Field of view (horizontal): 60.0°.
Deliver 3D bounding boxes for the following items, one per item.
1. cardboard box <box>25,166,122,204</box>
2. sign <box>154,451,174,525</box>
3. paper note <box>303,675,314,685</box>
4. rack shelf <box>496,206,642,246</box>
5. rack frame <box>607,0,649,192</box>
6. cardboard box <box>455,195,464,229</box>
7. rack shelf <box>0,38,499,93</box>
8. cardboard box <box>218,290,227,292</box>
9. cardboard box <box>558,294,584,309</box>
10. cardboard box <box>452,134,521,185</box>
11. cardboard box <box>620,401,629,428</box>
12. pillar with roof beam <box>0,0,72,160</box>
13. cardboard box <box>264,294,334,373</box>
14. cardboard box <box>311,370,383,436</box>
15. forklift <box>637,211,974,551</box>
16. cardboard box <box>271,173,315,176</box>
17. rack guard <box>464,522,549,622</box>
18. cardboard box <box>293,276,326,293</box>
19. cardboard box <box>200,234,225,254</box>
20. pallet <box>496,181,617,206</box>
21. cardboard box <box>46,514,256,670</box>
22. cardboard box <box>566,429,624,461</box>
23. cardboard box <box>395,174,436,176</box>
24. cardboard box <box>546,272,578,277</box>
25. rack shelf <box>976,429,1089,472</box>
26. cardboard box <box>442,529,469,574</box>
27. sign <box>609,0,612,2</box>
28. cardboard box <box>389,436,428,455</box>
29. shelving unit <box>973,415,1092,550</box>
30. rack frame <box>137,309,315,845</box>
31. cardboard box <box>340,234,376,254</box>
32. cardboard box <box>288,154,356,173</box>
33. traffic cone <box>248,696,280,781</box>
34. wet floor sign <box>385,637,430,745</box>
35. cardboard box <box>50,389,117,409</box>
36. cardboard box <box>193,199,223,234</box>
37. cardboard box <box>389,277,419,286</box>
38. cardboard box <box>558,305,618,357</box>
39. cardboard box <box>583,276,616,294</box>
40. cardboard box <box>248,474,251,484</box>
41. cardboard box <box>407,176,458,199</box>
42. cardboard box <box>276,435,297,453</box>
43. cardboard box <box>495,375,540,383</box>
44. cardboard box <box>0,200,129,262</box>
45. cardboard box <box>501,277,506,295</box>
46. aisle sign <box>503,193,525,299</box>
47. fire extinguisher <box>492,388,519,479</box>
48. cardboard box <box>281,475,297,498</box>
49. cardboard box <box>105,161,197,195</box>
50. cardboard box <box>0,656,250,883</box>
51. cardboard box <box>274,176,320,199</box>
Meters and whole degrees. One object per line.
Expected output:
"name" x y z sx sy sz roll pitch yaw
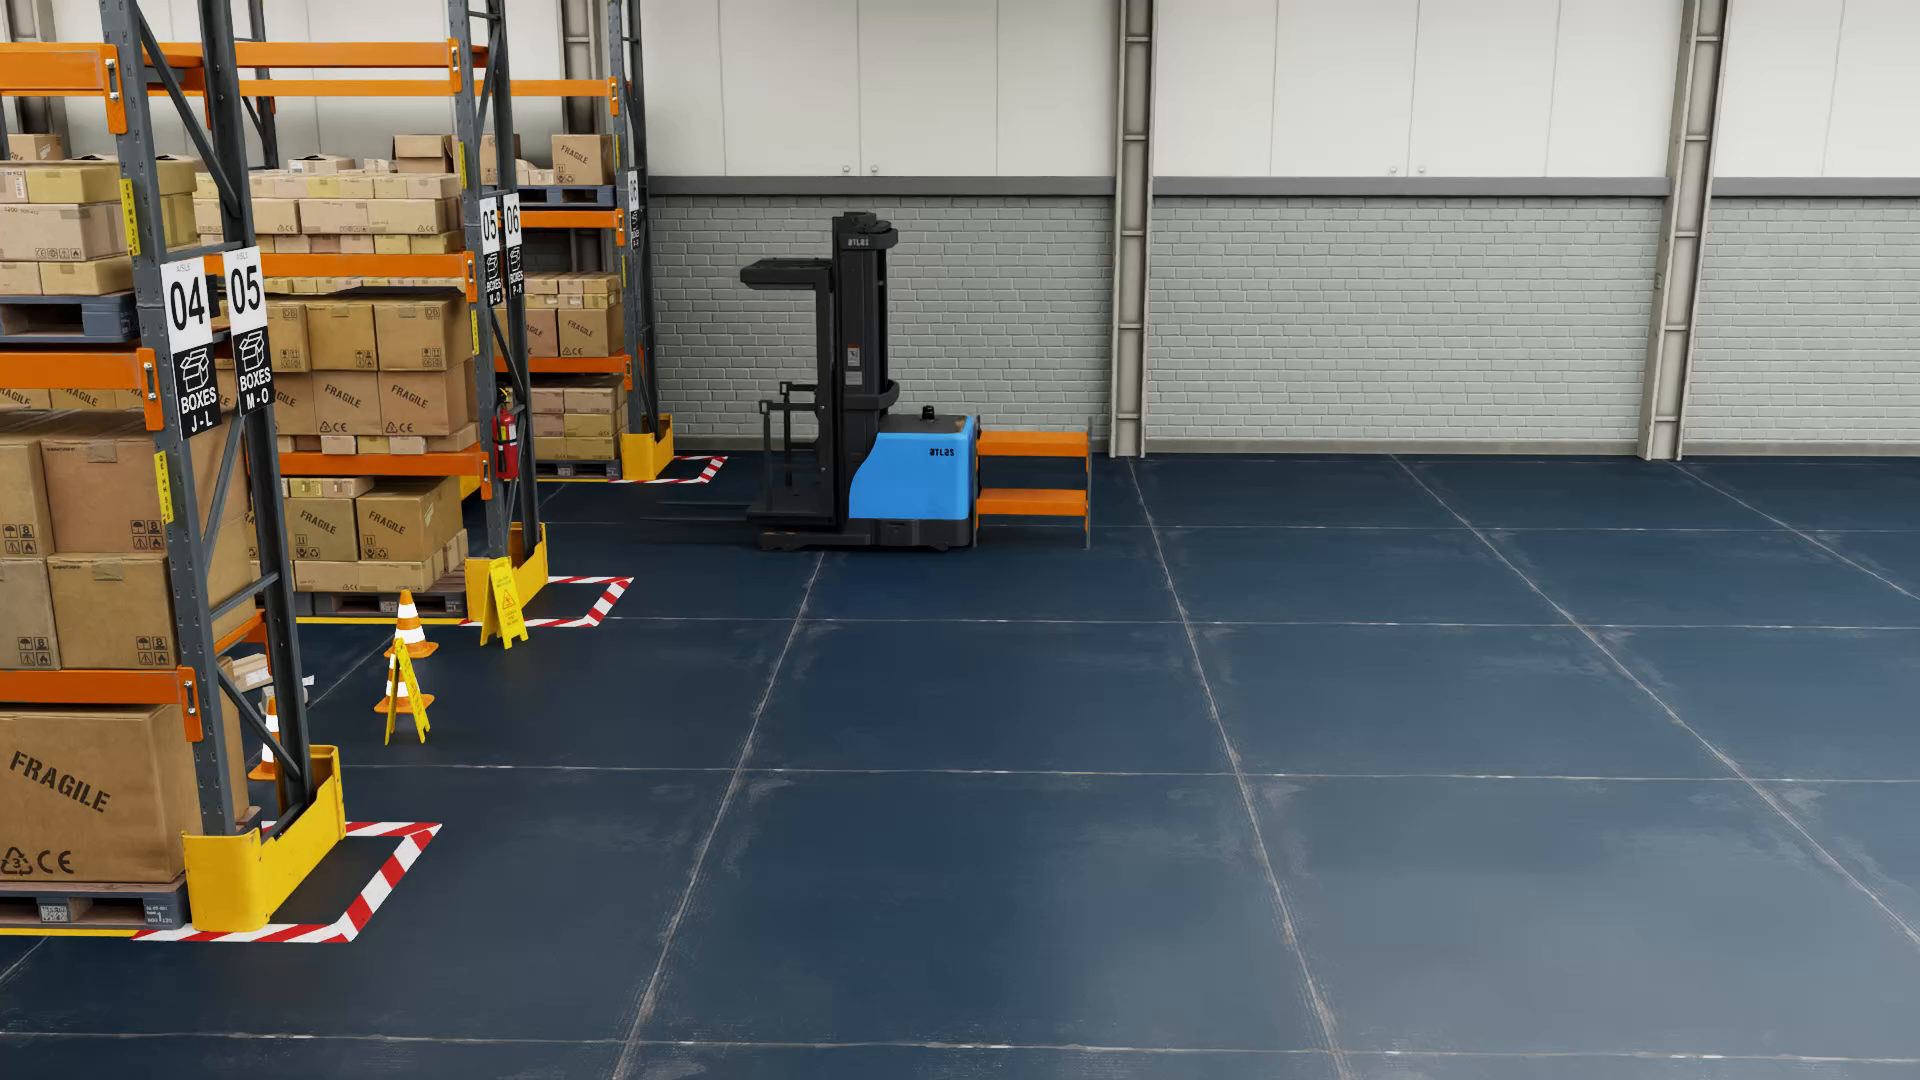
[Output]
"cardboard box" -3.922 -1.582 7.397 0.250 0.149 0.380 1 15 2
"sign" -3.605 -0.237 7.533 0.005 0.325 0.100 0 15 1
"paper note" -4.547 0.974 11.500 0.142 0.019 0.148 -5 16 -18
"rack shelf" -5.428 -3.345 17.579 4.000 0.370 1.077 0 15 1
"rack frame" -3.429 -5.130 17.055 0.127 3.000 1.000 0 15 1
"cardboard box" -4.047 -2.556 12.891 0.500 0.250 0.500 0 15 0
"rack shelf" -5.551 -3.528 12.398 4.000 0.370 1.077 0 15 1
"cardboard box" -7.774 -2.563 17.617 0.250 0.149 0.380 1 15 3
"cardboard box" -4.039 -2.516 17.440 0.250 0.149 0.380 1 15 2
"cardboard box" -4.899 -3.952 17.256 0.500 0.500 0.700 0 15 2
"cardboard box" -3.893 -1.401 18.266 0.500 0.250 0.500 1 15 2
"pillar with roof beam" -10.210 -4.306 13.930 0.400 9.000 9.100 0 15 1
"cardboard box" -5.086 -1.569 12.578 0.500 0.500 0.700 0 15 1
"cardboard box" -4.602 -1.093 12.735 0.500 0.500 0.500 0 15 2
"forklift" -1.399 -1.452 15.008 3.031 2.935 1.130 1 15 4
"cardboard box" -5.161 -2.768 12.910 0.250 0.149 0.380 1 15 3
"rack guard" -3.628 0.245 13.343 0.348 0.500 1.175 0 15 1
"cardboard box" -6.852 -2.709 17.589 0.250 0.149 0.380 1 15 2
"cardboard box" -5.452 -2.222 12.405 0.250 0.149 0.380 0 15 1
"pallet" -4.135 -3.648 17.491 1.213 0.211 1.003 0 15 1
"cardboard box" -3.949 0.236 8.181 0.550 0.550 0.875 0 15 1
"cardboard box" -3.906 -1.025 17.824 0.500 0.250 0.500 0 15 2
"cardboard box" -4.154 -2.730 12.767 0.250 0.149 0.380 0 15 1
"cardboard box" -4.284 -2.800 17.933 0.250 0.149 0.380 1 15 2
"rack shelf" 0.657 -0.809 14.963 1.000 0.278 0.538 1 15 4
"cardboard box" -4.351 0.087 13.607 0.500 0.250 0.500 0 15 1
"sign" -3.457 -5.482 16.401 0.005 0.325 0.100 0 15 1
"cardboard box" -4.187 -0.763 12.756 0.250 0.149 0.380 0 15 1
"shelving unit" 0.657 -0.526 15.038 1.048 1.125 0.538 1 15 4
"rack frame" -3.577 0.299 8.235 0.127 3.000 1.000 0 15 1
"cardboard box" -4.430 -2.227 12.424 0.250 0.149 0.380 1 15 3
"cardboard box" -6.602 -3.847 17.225 0.500 0.311 0.500 1 15 3
"traffic cone" -4.072 1.161 9.944 0.334 0.463 0.336 0 15 1
"wet floor sign" -3.497 0.933 10.448 0.232 0.644 0.267 -2 15 -8
"cardboard box" -6.615 -1.110 12.800 0.500 0.500 0.500 0 15 1
"cardboard box" -5.596 -2.428 12.405 0.500 0.250 0.500 1 15 2
"cardboard box" -5.826 -2.695 17.536 0.250 0.149 0.380 0 15 1
"cardboard box" -3.927 -2.214 17.566 0.500 0.500 0.500 0 15 0
"cardboard box" -3.792 -2.684 17.492 0.250 0.149 0.380 0 15 2
"cardboard box" -5.933 -0.284 13.545 0.500 0.500 0.500 1 15 4
"cardboard box" -3.897 -2.605 12.293 0.250 0.149 0.380 1 15 2
"cardboard box" -5.211 -0.780 12.821 0.250 0.149 0.380 0 15 1
"cardboard box" -4.903 -1.646 18.216 0.500 0.250 0.500 0 15 1
"cardboard box" -4.073 -1.406 7.509 0.500 0.250 0.500 1 15 2
"cardboard box" -4.812 -2.666 17.425 0.250 0.149 0.380 1 15 3
"aisle sign" -3.482 -2.299 12.989 0.004 0.787 0.394 0 15 1
"fire extinguisher" -3.449 -0.808 12.584 0.183 0.674 0.296 0 15 1
"cardboard box" -5.242 -0.442 12.870 0.250 0.149 0.380 1 15 4
"cardboard box" -3.902 -1.750 8.032 0.250 0.149 0.380 1 15 2
"cardboard box" -4.257 1.136 8.405 0.875 0.875 0.875 0 15 2
"cardboard box" -4.906 -2.632 12.394 0.250 0.149 0.380 0 15 1
